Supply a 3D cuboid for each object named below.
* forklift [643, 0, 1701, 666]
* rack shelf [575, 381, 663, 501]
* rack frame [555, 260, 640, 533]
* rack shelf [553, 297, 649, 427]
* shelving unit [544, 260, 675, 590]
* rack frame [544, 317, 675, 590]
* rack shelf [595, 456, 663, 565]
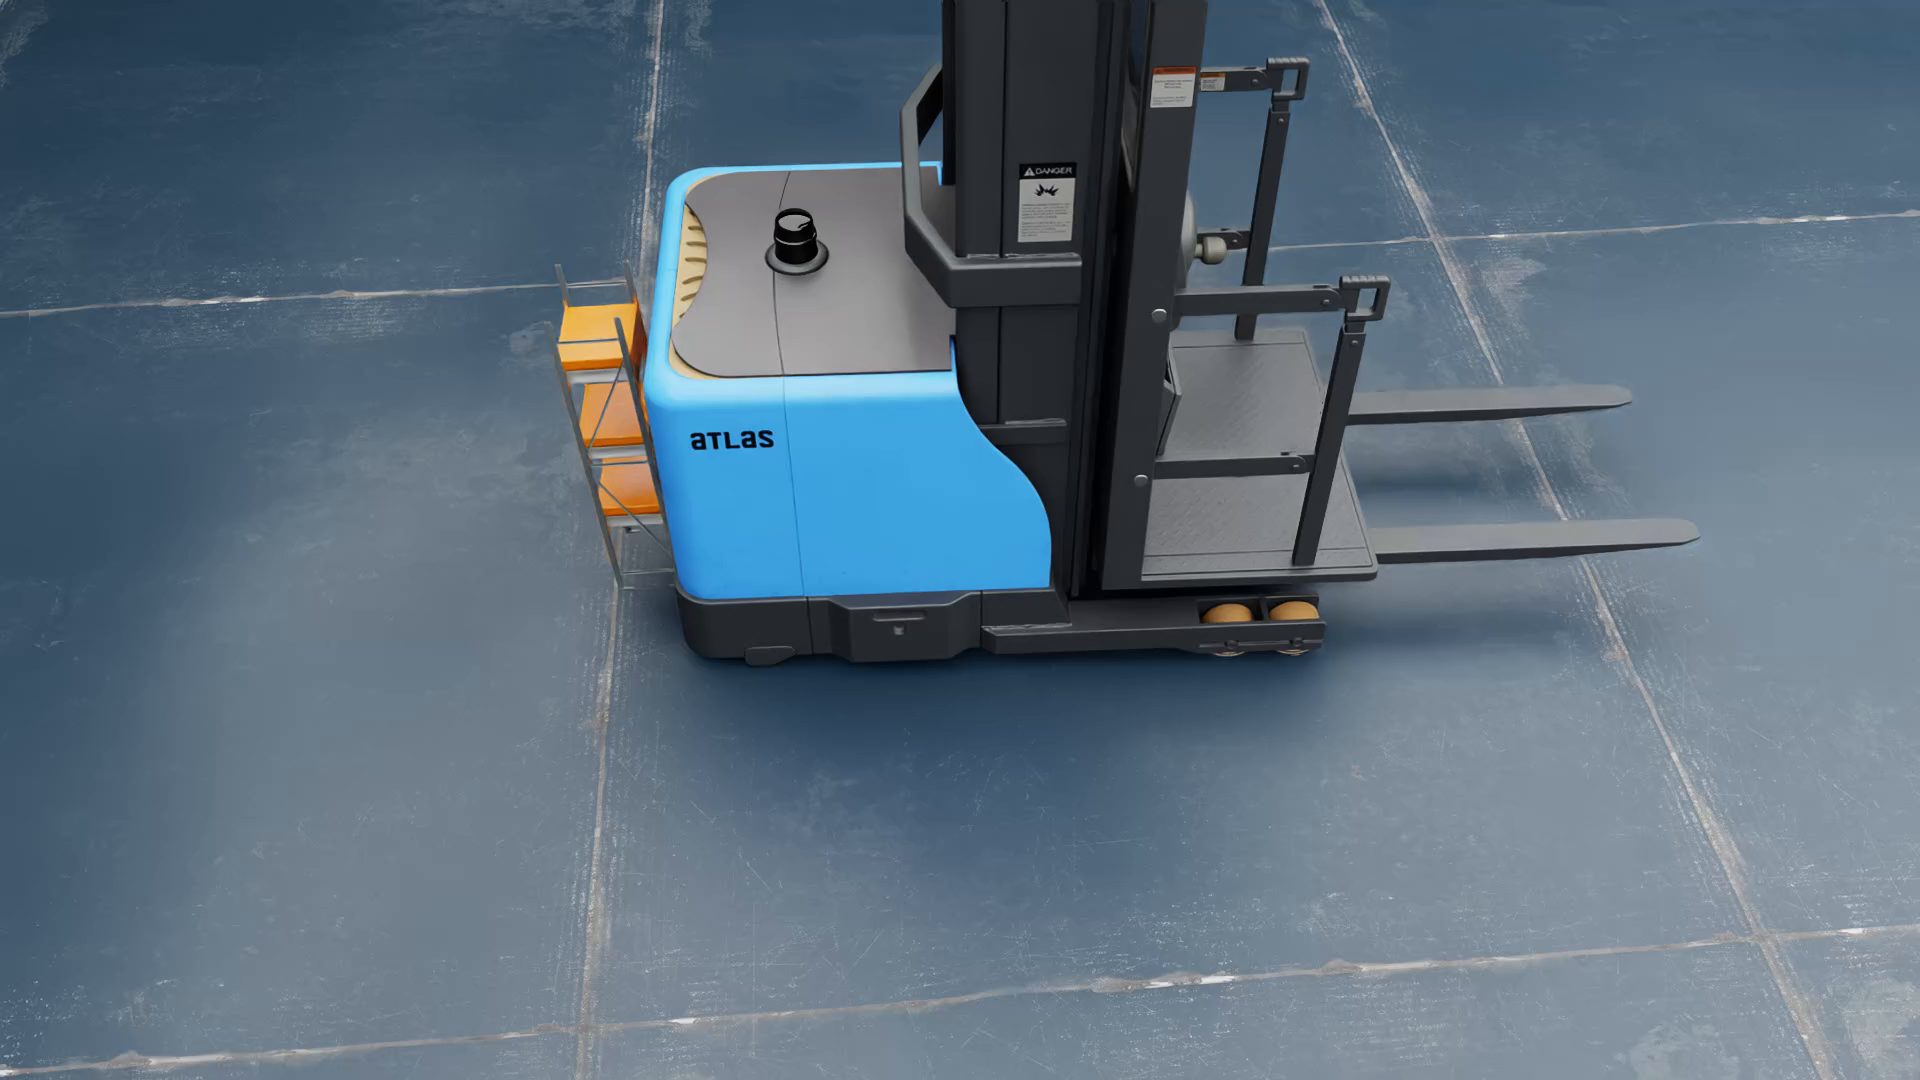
[{"bbox_3d":[0.678,-1.048,4.224,3.031,2.935,1.130,-2,47,-2],"label":"forklift"},{"bbox_3d":[-0.973,-0.296,4.816,0.215,0.259,0.240,-4,47,0],"label":"rack shelf"},{"bbox_3d":[-0.980,-0.391,4.892,0.200,1.050,0.008,-4,47,0],"label":"rack frame"},{"bbox_3d":[-0.984,-0.490,4.610,0.215,0.259,0.240,-4,47,0],"label":"rack shelf"},{"bbox_3d":[-0.973,-0.303,4.808,0.215,1.050,0.252,-4,47,0],"label":"shelving unit"},{"bbox_3d":[-0.967,-0.215,4.724,0.200,1.050,0.008,-4,47,0],"label":"rack frame"},{"bbox_3d":[-0.962,-0.105,5.018,0.215,0.259,0.240,-4,47,0],"label":"rack shelf"}]
